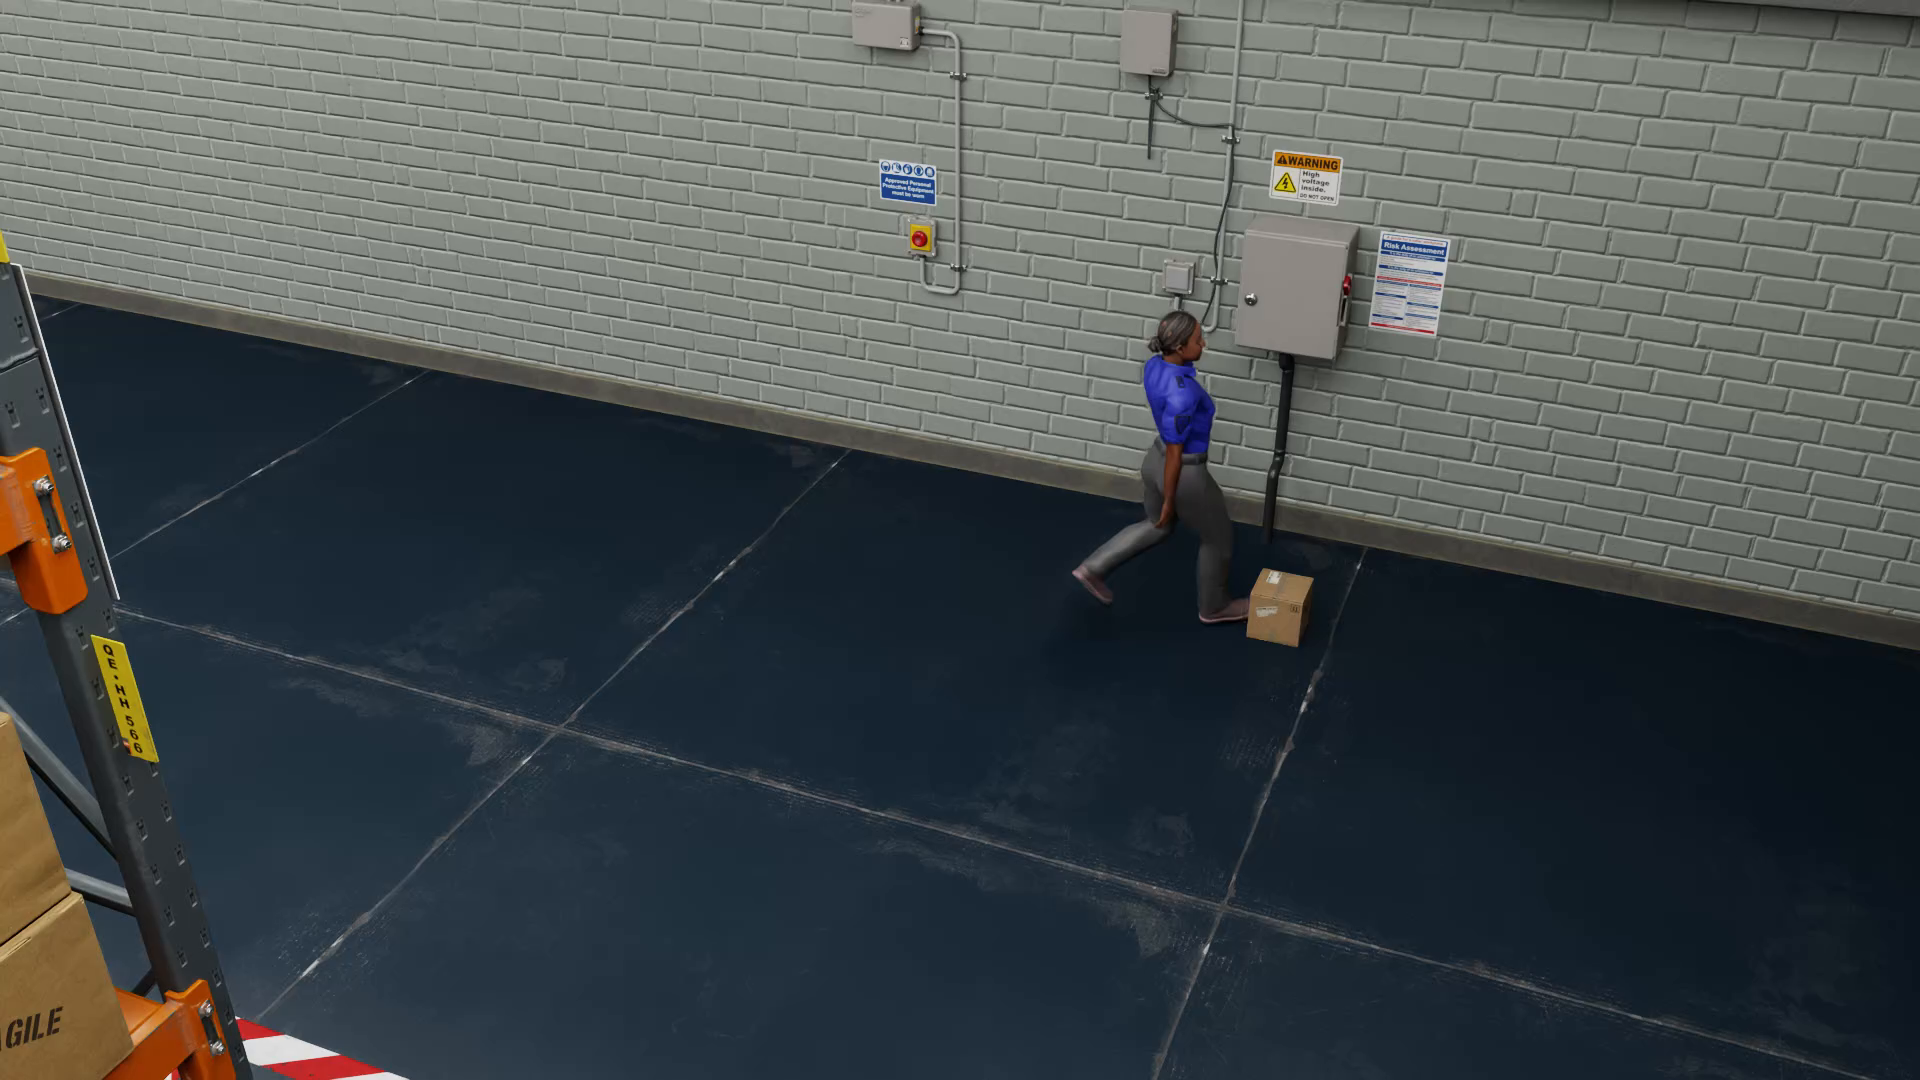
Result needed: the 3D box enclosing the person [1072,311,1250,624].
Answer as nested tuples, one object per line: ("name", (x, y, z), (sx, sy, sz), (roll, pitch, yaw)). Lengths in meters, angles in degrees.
("person", (1.002, -0.313, 7.689), (0.887, 1.611, 0.449), (-9, 31, -16))
